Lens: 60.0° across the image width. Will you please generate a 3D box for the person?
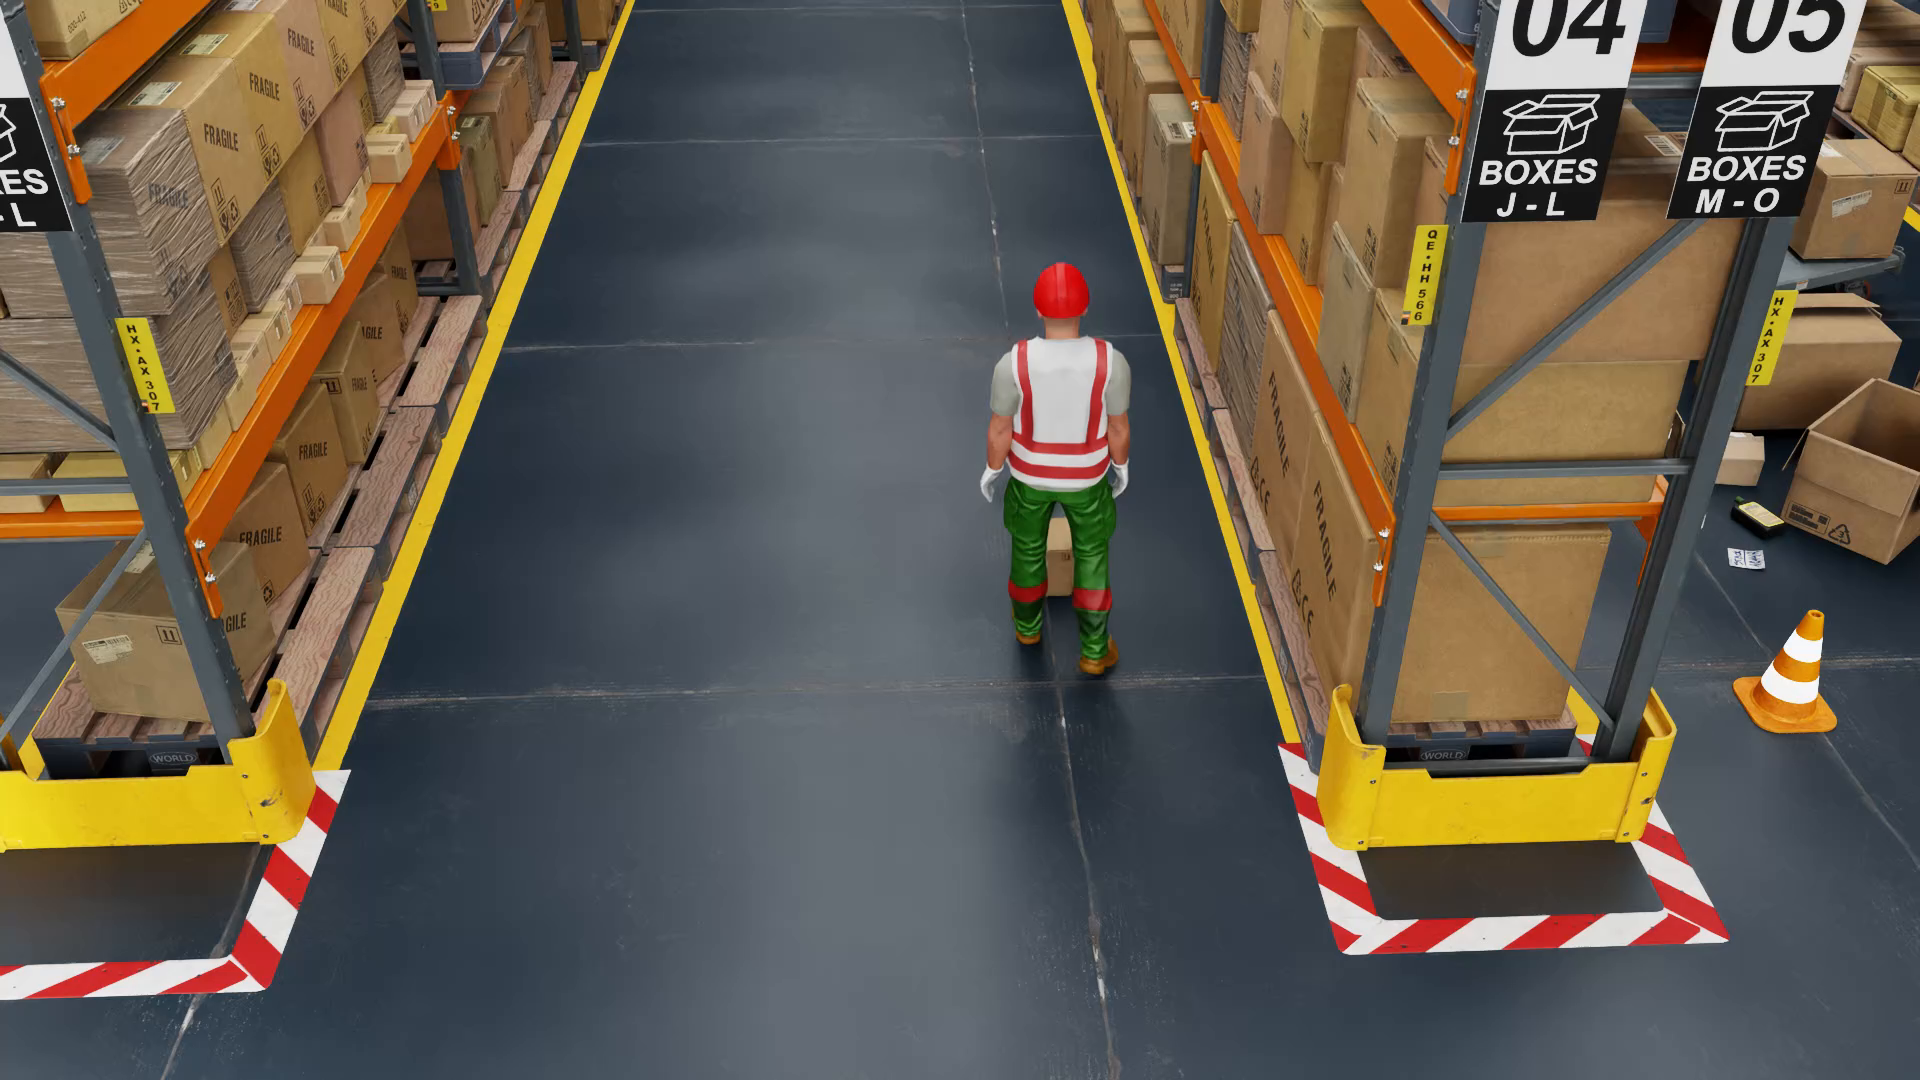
[{"bbox_3d":[0.368,-0.277,6.541,0.583,1.824,0.498,-2,35,-2],"label":"person"}]
